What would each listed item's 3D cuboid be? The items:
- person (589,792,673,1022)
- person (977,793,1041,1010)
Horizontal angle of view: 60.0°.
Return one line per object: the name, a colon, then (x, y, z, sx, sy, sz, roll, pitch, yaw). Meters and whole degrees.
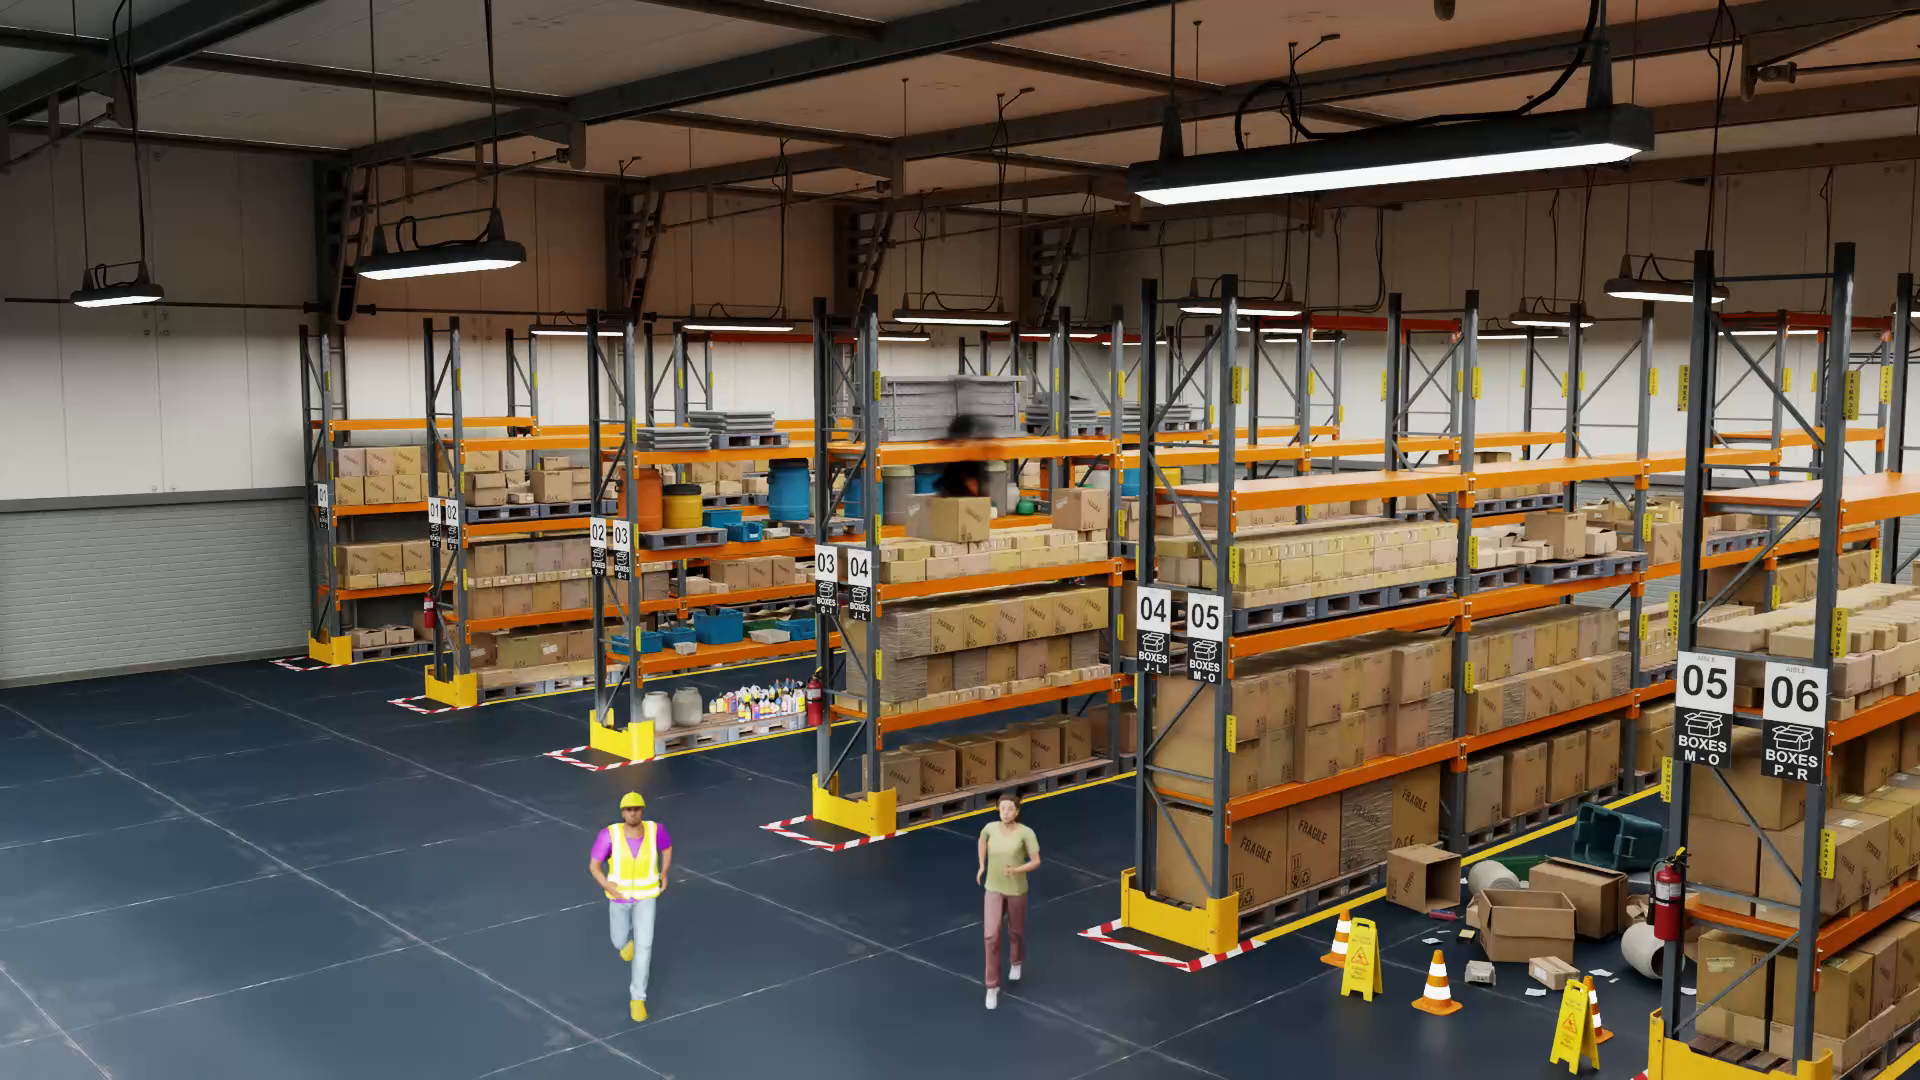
person: (-2.709, 2.935, 13.704, 0.670, 1.757, 1.101, -1, 6, -8)
person: (0.398, 2.932, 13.806, 0.562, 1.708, 0.830, 1, 6, 10)
